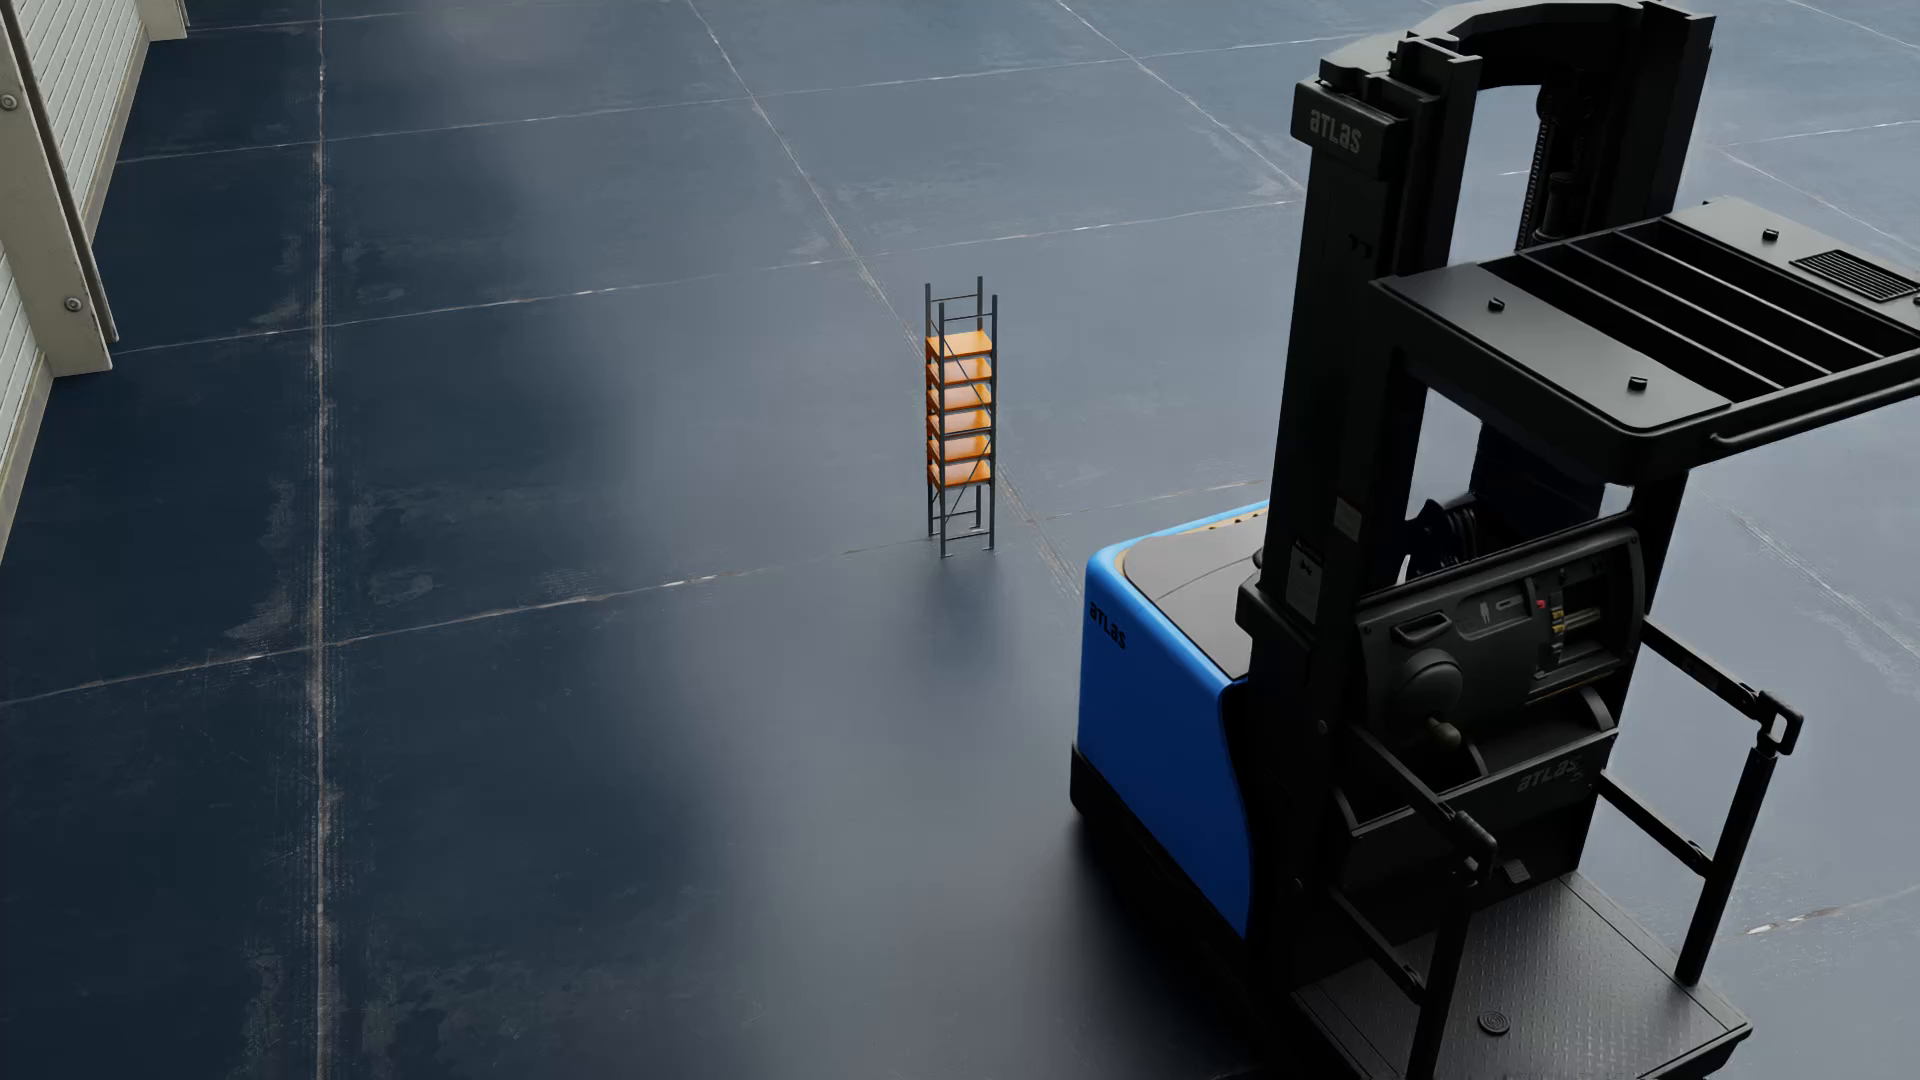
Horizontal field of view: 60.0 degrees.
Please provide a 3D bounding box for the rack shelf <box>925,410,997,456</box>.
[{"bbox_3d":[0.004,-0.456,6.932,0.258,0.103,0.180,-10,35,-15],"label":"rack shelf"}]

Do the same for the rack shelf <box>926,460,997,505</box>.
[{"bbox_3d":[0.004,-0.256,7.065,0.258,0.103,0.180,-10,35,-15],"label":"rack shelf"}]

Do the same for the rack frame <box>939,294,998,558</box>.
[{"bbox_3d":[0.032,-0.445,6.835,0.240,1.200,0.006,-10,35,-15],"label":"rack frame"}]

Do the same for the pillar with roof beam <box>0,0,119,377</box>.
[{"bbox_3d":[-0.486,-5.435,7.312,9.100,9.000,0.400,-10,35,-15],"label":"pillar with roof beam"}]

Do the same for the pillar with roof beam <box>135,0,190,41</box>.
[{"bbox_3d":[-2.316,-8.585,12.079,9.100,9.000,0.400,-10,35,-15],"label":"pillar with roof beam"}]

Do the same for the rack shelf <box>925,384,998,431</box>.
[{"bbox_3d":[0.004,-0.556,6.866,0.258,0.103,0.180,-10,35,-15],"label":"rack shelf"}]

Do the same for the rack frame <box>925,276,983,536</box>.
[{"bbox_3d":[-0.023,-0.541,6.980,0.240,1.200,0.006,-10,35,-15],"label":"rack frame"}]

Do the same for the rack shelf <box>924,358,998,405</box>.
[{"bbox_3d":[0.004,-0.656,6.800,0.258,0.103,0.180,-10,35,-15],"label":"rack shelf"}]

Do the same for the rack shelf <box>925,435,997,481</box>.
[{"bbox_3d":[0.004,-0.356,6.998,0.258,0.103,0.180,-10,35,-15],"label":"rack shelf"}]

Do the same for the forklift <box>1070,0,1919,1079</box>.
[{"bbox_3d":[1.498,0.313,4.117,1.130,2.935,3.031,-16,37,-22],"label":"forklift"}]

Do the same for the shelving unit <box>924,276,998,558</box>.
[{"bbox_3d":[0.004,-0.493,6.908,0.258,1.200,0.189,-10,35,-15],"label":"shelving unit"}]

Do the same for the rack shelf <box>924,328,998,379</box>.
[{"bbox_3d":[0.004,-0.756,6.734,0.258,0.103,0.180,-10,35,-15],"label":"rack shelf"}]
